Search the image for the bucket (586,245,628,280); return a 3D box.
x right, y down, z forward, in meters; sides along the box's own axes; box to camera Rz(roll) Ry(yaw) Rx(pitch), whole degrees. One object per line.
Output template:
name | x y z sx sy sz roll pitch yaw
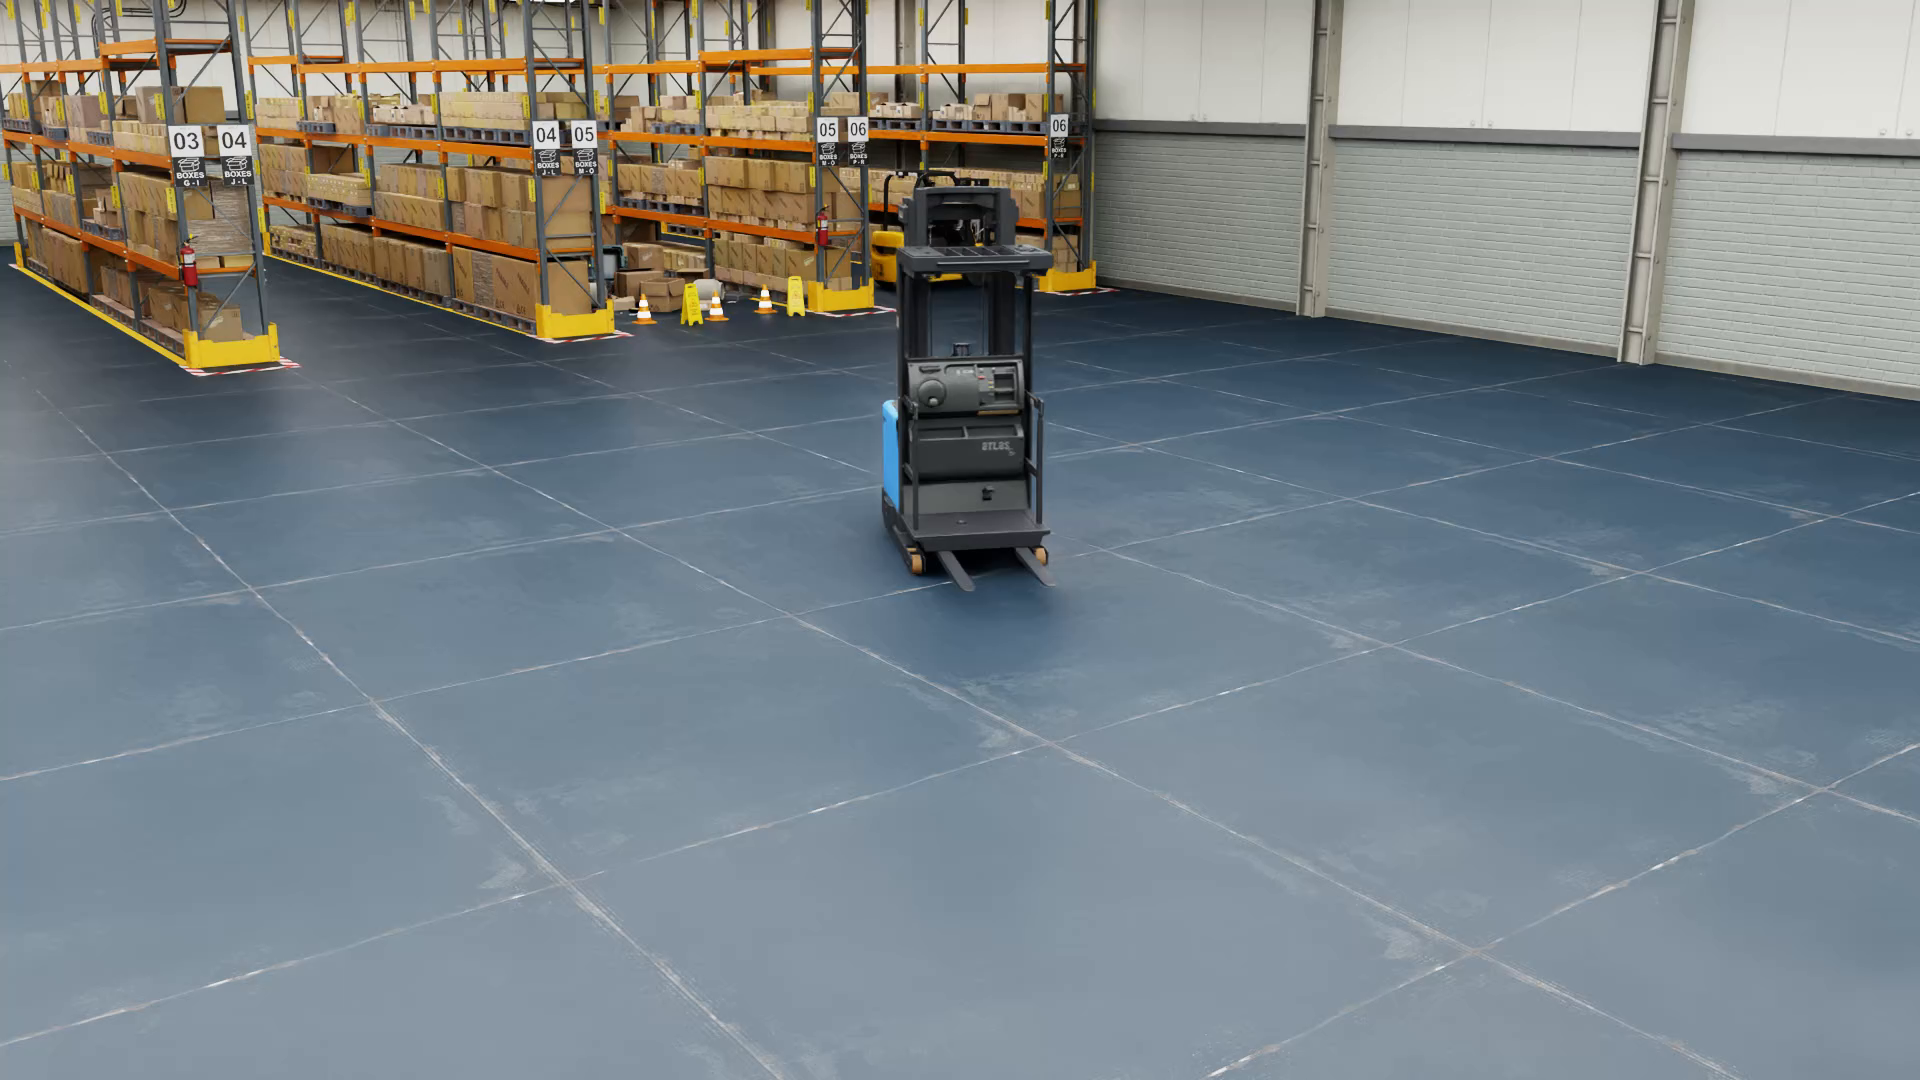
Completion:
bucket | -6.348 -4.967 29.864 0.726 0.611 0.620 -4 6 -15

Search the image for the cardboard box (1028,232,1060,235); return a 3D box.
cardboard box | 1.590 -5.788 32.060 0.500 0.250 0.500 -11 19 -34

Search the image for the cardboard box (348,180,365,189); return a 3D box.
cardboard box | -11.450 -6.794 31.771 0.380 0.149 0.250 -11 19 -35

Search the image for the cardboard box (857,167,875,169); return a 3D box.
cardboard box | -2.088 -8.184 36.877 0.380 0.149 0.250 -10 18 -33

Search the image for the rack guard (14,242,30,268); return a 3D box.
rack guard | -19.434 -6.098 35.408 1.175 0.500 0.348 -11 19 -35

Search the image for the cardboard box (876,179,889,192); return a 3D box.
cardboard box | -1.435 -7.498 35.126 0.500 0.250 0.500 -10 18 -33

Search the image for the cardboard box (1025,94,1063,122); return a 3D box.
cardboard box | 1.559 -7.994 30.744 0.500 0.500 0.500 -10 18 -33

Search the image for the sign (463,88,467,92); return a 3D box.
sign | -11.857 -10.658 39.848 0.100 0.325 0.005 -11 19 -35

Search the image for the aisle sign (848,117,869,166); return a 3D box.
aisle sign | -1.709 -6.709 27.981 0.394 0.787 0.004 -11 19 -35

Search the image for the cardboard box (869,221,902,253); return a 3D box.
cardboard box | -1.545 -6.539 35.989 0.875 0.625 0.625 -12 19 -37

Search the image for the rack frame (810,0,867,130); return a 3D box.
rack frame | -1.997 -8.313 27.404 1.000 3.000 0.127 -11 19 -35

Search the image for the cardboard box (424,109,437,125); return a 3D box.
cardboard box | -8.838 -7.235 28.447 0.500 0.250 0.500 -11 19 -34

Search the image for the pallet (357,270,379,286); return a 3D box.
pallet | -11.103 -5.160 32.530 1.003 0.211 1.213 -11 19 -35

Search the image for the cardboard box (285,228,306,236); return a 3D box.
cardboard box | -14.643 -6.782 36.650 0.380 0.149 0.250 -10 18 -32

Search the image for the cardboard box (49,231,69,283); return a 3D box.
cardboard box | -16.150 -5.298 30.979 1.225 0.875 0.875 -12 19 -36

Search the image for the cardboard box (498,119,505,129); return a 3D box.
cardboard box | -6.858 -6.387 25.541 0.380 0.149 0.250 -11 19 -34

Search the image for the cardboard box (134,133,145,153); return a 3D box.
cardboard box | -11.392 -5.643 23.614 0.500 0.250 0.500 -11 19 -35

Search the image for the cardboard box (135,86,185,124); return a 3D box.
cardboard box | -11.129 -6.053 23.128 0.500 0.500 0.500 -11 19 -35

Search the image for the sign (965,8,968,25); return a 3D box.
sign | 0.128 -10.547 33.494 0.100 0.325 0.005 -11 19 -35

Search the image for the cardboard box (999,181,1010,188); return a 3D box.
cardboard box | 0.977 -6.802 31.828 0.380 0.149 0.250 -12 19 -36

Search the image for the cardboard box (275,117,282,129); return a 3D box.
cardboard box | -14.377 -8.952 35.705 0.500 0.250 0.500 -11 19 -35

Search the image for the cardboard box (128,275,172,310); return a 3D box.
cardboard box | -12.973 -3.982 26.843 0.700 0.500 0.500 -11 19 -35

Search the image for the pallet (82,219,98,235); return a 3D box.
pallet | -14.211 -5.362 28.348 1.213 0.211 1.003 -11 19 -35

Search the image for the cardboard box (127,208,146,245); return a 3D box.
cardboard box | -11.885 -4.710 24.848 0.875 0.500 0.500 -11 19 -35

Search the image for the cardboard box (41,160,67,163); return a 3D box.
cardboard box | -18.921 -7.668 34.710 0.500 0.500 0.500 -11 19 -34

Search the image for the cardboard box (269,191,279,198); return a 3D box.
cardboard box | -15.125 -7.692 36.973 0.380 0.149 0.250 -12 19 -36

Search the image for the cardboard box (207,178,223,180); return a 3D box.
cardboard box | -10.404 -4.823 23.370 0.500 0.500 0.500 -11 19 -35

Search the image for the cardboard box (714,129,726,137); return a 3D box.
cardboard box | -4.257 -7.430 30.335 0.380 0.149 0.250 -11 19 -34

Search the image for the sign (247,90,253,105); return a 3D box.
sign | -15.788 -9.831 36.974 0.100 0.325 0.005 -11 19 -35

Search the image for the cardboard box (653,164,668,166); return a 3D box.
cardboard box | -5.895 -7.360 33.736 0.500 0.500 0.500 -11 19 -35

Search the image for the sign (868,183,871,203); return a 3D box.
sign | -1.558 -5.922 28.390 0.100 0.325 0.005 -11 19 -35

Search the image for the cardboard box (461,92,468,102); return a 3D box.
cardboard box | -7.753 -7.097 26.623 0.380 0.149 0.250 -11 19 -34

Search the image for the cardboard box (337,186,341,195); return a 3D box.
cardboard box | -11.910 -6.817 32.420 0.380 0.149 0.250 -11 19 -35

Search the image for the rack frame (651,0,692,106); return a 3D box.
rack frame | -7.391 -12.501 42.705 1.000 3.000 0.127 -11 19 -35

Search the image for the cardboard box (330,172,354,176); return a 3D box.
cardboard box | -13.084 -7.529 35.149 0.500 0.500 0.500 -11 19 -36

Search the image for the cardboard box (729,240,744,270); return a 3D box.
cardboard box | -3.896 -5.232 30.501 0.500 0.500 0.500 -10 18 -32

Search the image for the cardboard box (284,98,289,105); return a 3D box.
cardboard box | -14.022 -9.246 35.076 0.380 0.149 0.250 -12 19 -37

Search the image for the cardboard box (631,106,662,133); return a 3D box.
cardboard box | -6.151 -8.419 33.284 0.700 0.500 0.500 -11 19 -35

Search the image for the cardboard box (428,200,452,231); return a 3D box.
cardboard box | -8.816 -5.602 28.673 0.500 0.500 0.500 -11 19 -35

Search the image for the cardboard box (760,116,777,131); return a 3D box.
cardboard box | -3.119 -7.223 28.823 0.500 0.250 0.500 -10 18 -33

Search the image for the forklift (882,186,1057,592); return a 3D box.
forklift | 0.091 -1.243 13.065 1.130 2.935 3.031 -3 16 -10

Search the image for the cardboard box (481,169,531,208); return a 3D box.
cardboard box | -7.162 -5.645 26.690 0.875 0.550 0.500 -11 19 -35

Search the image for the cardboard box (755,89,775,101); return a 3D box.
cardboard box | -4.622 -10.567 39.464 0.396 0.266 0.258 -11 19 -35

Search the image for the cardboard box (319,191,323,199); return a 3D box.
cardboard box | -12.679 -6.952 33.475 0.380 0.149 0.250 -11 19 -34

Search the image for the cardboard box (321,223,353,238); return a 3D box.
cardboard box | -12.776 -6.352 34.122 0.500 0.250 0.500 -12 19 -37

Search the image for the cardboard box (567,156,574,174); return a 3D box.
cardboard box | -8.103 -8.053 35.734 0.500 0.500 0.500 -11 19 -35

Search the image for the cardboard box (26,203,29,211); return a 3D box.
cardboard box | -18.417 -6.666 33.225 0.380 0.149 0.250 -10 18 -34

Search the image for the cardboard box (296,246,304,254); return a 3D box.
cardboard box | -14.112 -6.272 35.914 0.380 0.149 0.250 -11 19 -35

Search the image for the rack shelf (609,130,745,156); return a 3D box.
rack shelf | -5.525 -7.801 32.577 1.077 0.370 4.000 -11 19 -35

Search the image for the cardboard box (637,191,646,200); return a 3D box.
cardboard box | -6.252 -6.918 33.351 0.380 0.149 0.250 -11 19 -34

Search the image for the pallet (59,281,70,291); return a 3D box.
pallet | -16.554 -4.946 31.747 1.003 0.211 1.213 -11 19 -35

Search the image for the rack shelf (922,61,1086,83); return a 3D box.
rack shelf | 0.840 -8.972 31.931 1.077 0.370 4.000 -11 19 -35

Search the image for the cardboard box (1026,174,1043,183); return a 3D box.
cardboard box | 1.465 -6.787 31.211 0.380 0.149 0.250 -11 19 -34

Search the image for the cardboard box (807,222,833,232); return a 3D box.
cardboard box | -2.390 -5.345 28.400 0.380 0.149 0.250 -10 18 -33
